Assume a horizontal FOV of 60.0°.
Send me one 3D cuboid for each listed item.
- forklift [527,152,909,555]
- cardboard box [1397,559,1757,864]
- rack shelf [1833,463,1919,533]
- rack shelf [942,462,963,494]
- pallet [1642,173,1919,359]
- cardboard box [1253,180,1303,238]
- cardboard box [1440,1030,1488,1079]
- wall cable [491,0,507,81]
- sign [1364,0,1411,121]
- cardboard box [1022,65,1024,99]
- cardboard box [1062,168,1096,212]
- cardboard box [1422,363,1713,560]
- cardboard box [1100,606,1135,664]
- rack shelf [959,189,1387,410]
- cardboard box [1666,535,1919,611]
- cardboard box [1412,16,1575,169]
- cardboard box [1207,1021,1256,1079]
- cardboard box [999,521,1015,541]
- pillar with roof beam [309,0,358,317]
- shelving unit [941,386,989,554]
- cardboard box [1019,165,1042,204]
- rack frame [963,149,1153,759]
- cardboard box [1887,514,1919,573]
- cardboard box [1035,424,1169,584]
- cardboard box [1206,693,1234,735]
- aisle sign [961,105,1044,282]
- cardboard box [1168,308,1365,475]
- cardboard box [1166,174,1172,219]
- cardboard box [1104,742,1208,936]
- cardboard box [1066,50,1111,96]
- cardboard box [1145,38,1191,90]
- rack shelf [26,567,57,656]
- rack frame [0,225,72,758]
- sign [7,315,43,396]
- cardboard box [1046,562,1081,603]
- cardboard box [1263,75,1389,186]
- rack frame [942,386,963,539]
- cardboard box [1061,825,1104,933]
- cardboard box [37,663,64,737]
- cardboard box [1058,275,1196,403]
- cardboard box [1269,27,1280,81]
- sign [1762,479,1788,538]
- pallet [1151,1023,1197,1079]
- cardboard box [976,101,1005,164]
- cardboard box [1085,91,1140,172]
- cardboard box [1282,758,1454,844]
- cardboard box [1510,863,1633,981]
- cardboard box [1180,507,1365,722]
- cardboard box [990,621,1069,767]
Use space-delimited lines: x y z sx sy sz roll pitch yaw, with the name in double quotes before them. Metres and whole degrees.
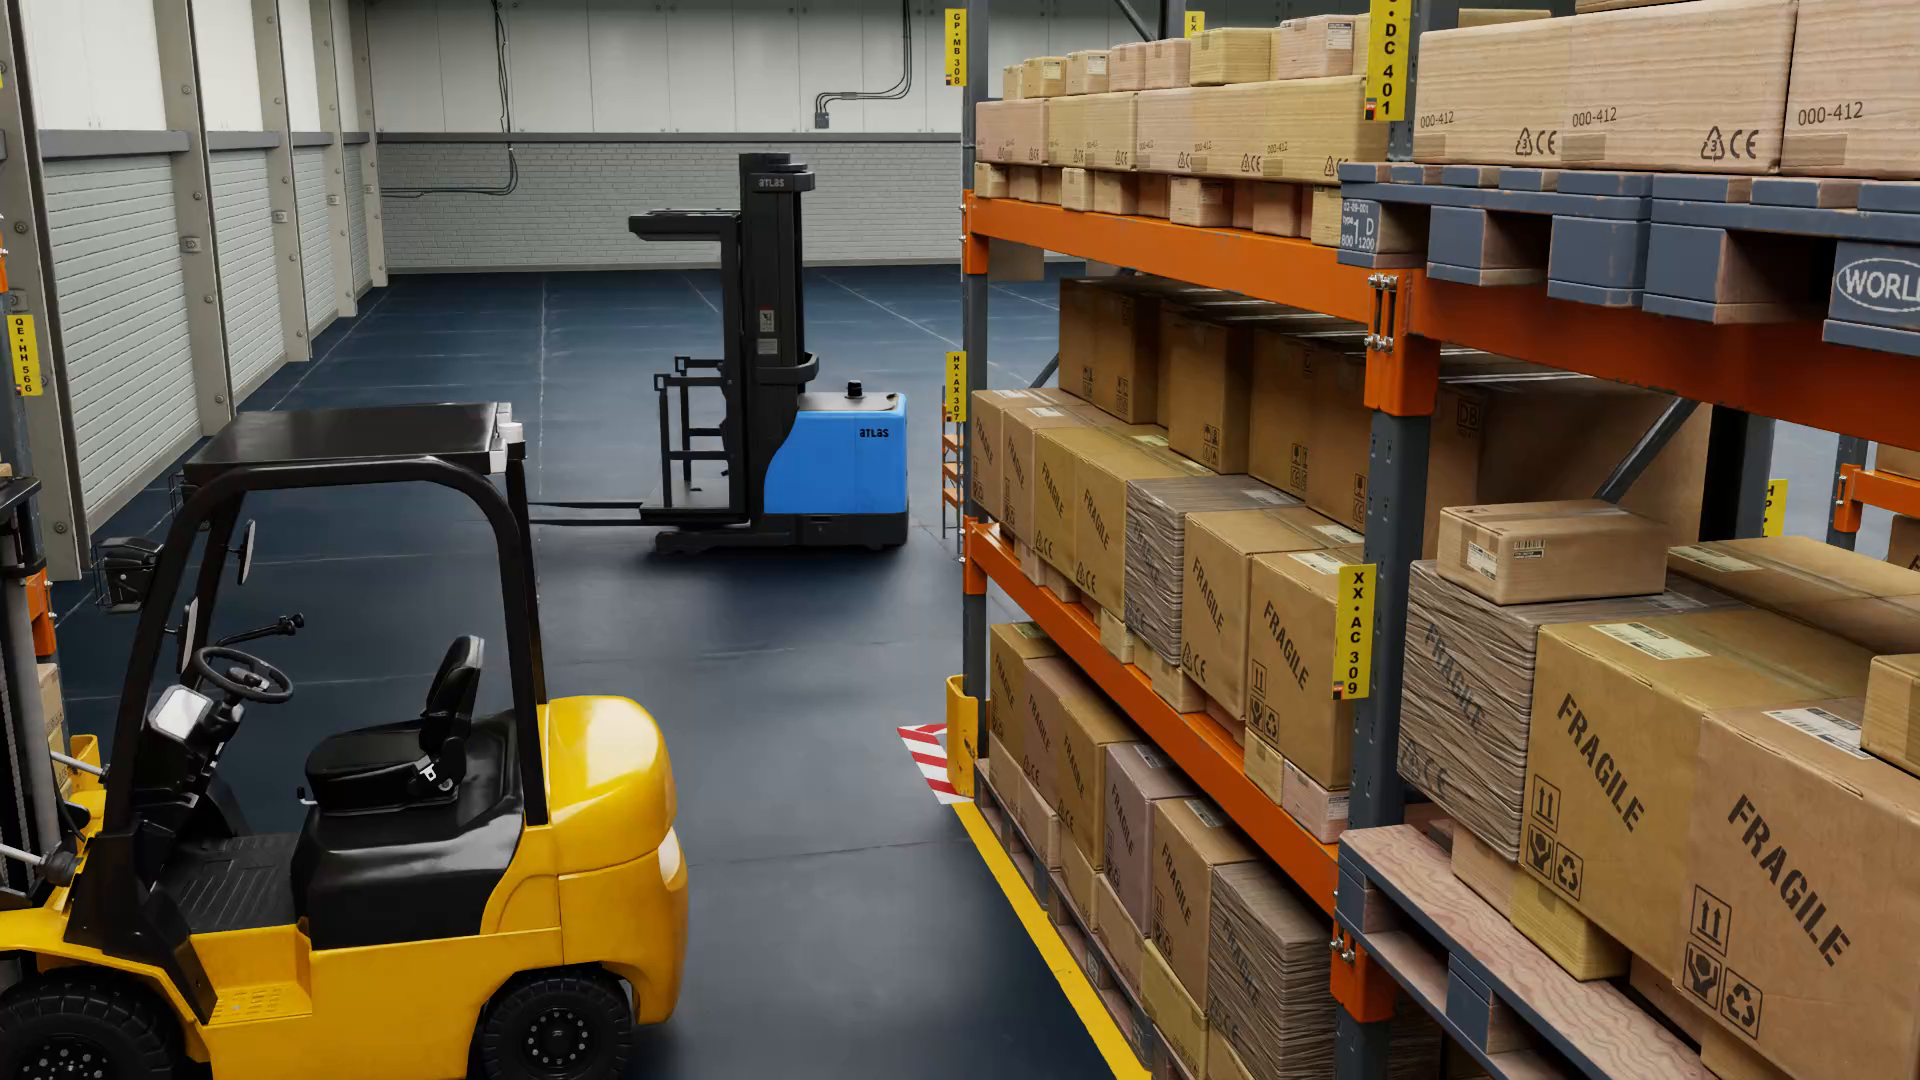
"forklift" -1.922 -1.440 12.646 3.031 2.935 1.130 0 14 -1
"cardboard box" 1.284 0.332 3.526 0.500 0.500 0.500 -3 14 -12
"rack shelf" 5.770 0.194 7.329 1.077 0.370 4.000 -3 14 -13
"rack shelf" 0.039 -0.479 12.644 0.258 0.148 0.480 -3 14 -13
"pallet" 1.740 -0.374 2.211 1.213 0.211 1.003 -3 14 -13
"cardboard box" 1.024 -0.907 4.528 0.380 0.149 0.250 -3 14 -13
"cardboard box" 1.576 1.221 4.937 0.500 0.500 0.500 -3 14 -11
"wall cable" -8.846 -11.514 36.994 3.097 2.526 0.112 -3 14 -13
"sign" 0.927 -1.071 3.582 0.100 0.325 0.005 -3 14 -13
"cardboard box" 0.473 -1.890 6.871 0.380 0.149 0.250 -3 14 -13
"cardboard box" 0.582 -1.261 5.975 0.380 0.149 0.250 -3 14 -13
"cardboard box" 1.560 -0.187 4.430 0.700 0.500 0.500 -3 14 -14
"cardboard box" 0.712 0.318 5.836 0.380 0.149 0.250 -3 14 -13
"rack shelf" 0.983 -0.964 5.749 1.077 0.370 4.000 -3 14 -13
"cardboard box" 1.784 0.302 3.650 0.500 0.500 0.500 -4 14 -14
"cardboard box" 1.200 -0.826 3.100 0.500 0.250 0.500 -4 14 -15
"cardboard box" 1.052 1.615 4.904 0.500 0.250 0.500 -3 14 -11
"cardboard box" 0.391 -0.106 7.570 0.380 0.149 0.250 -3 14 -13
"pillar with roof beam" -6.476 -8.520 28.841 9.100 9.000 0.400 -3 14 -13
"shelving unit" 0.039 -0.545 12.628 0.258 1.200 0.503 -3 14 -13
"cardboard box" 0.453 -1.440 6.709 0.380 0.149 0.250 -3 14 -12
"rack frame" 0.513 -0.318 7.908 1.000 3.000 0.127 -3 14 -13
"cardboard box" 5.524 0.364 8.710 0.875 0.875 0.875 -3 14 -13
"cardboard box" 0.600 -0.149 6.381 0.500 0.500 0.500 -4 14 -14
"cardboard box" 0.985 0.490 5.131 0.380 0.149 0.250 -3 14 -14
"aisle sign" 0.197 -1.578 7.587 0.394 0.787 0.004 -3 14 -13
"cardboard box" 1.159 -0.539 5.869 0.700 0.500 0.500 -3 14 -14
"cardboard box" 0.875 -1.089 5.272 0.380 0.149 0.250 -3 14 -12
"cardboard box" 0.810 1.016 5.777 0.500 0.500 0.500 -3 14 -10
"cardboard box" 0.591 -1.650 5.889 0.380 0.149 0.250 -3 14 -12
"cardboard box" 0.795 -1.474 5.169 0.380 0.149 0.250 -3 14 -13
"rack shelf" -3.841 0.771 4.969 1.077 0.370 4.000 -3 14 -13
"rack frame" -4.311 -0.040 6.772 1.000 3.000 0.127 -3 14 -13
"sign" -3.780 -0.745 6.717 0.100 0.325 0.005 -3 14 -13
"cardboard box" 0.556 0.136 6.579 0.380 0.149 0.250 -3 14 -12
"cardboard box" 1.086 -1.011 4.114 0.500 0.250 0.500 -3 14 -14
"rack frame" -0.018 -0.601 12.859 0.240 1.200 0.015 -3 14 -13
"cardboard box" 0.686 1.259 6.364 0.500 0.250 0.500 -2 14 -9
"cardboard box" -3.900 0.694 6.566 0.500 0.250 0.500 -3 14 -11
"cardboard box" 0.845 -0.891 7.310 0.700 0.500 0.500 -4 14 -15
"cardboard box" 1.056 -1.299 4.454 0.380 0.149 0.250 -3 14 -12
"sign" 1.991 0.011 4.123 0.100 0.325 0.005 -3 14 -13
"pallet" 1.260 1.807 5.088 1.003 0.211 1.213 -3 14 -13
"cardboard box" 0.372 -1.716 6.999 0.500 0.250 0.500 -4 14 -14
"cardboard box" 0.727 -1.362 5.551 0.500 0.250 0.500 -3 14 -12
"cardboard box" 1.080 0.670 4.395 0.380 0.149 0.250 -3 14 -14
"cardboard box" 1.325 0.726 3.279 0.380 0.149 0.250 -3 14 -12
"cardboard box" 0.979 0.205 4.931 0.500 0.500 0.500 -3 14 -11
"cardboard box" 0.440 0.657 7.248 0.500 0.500 0.500 -4 14 -15
